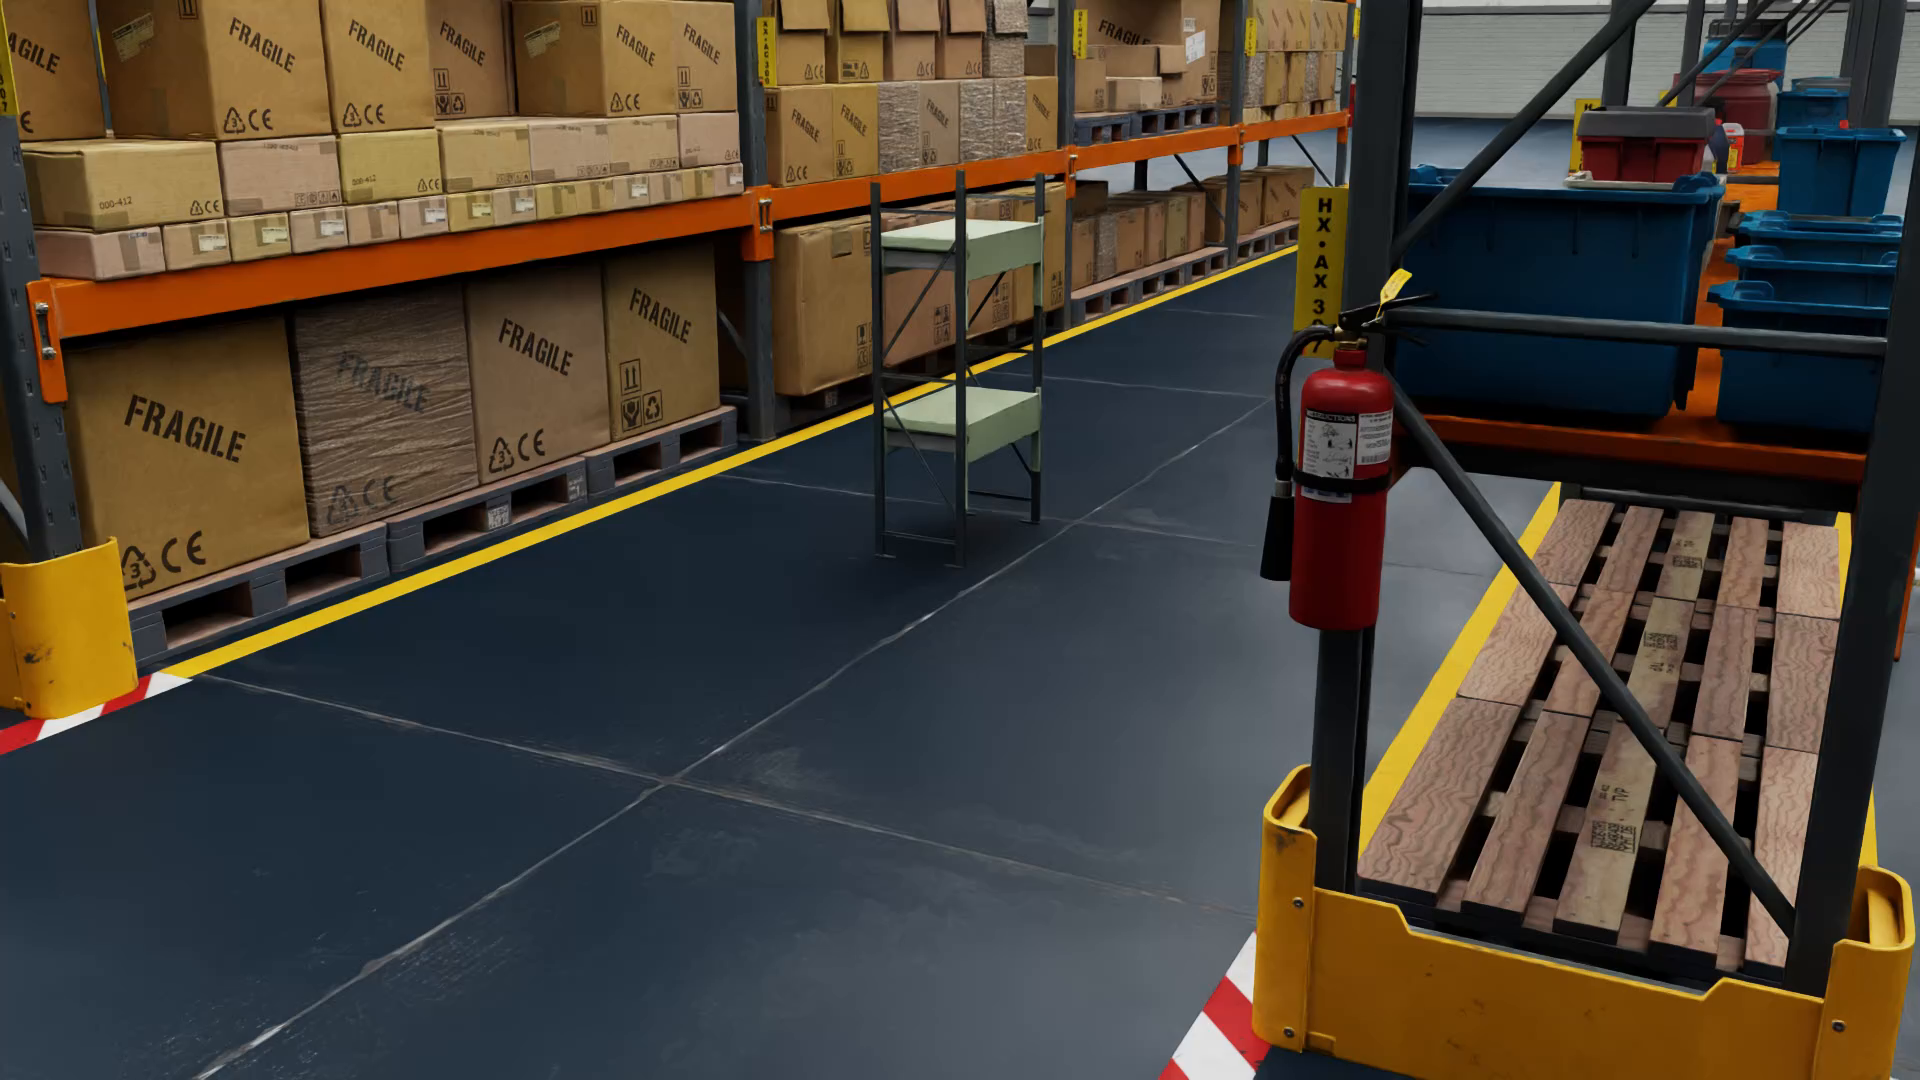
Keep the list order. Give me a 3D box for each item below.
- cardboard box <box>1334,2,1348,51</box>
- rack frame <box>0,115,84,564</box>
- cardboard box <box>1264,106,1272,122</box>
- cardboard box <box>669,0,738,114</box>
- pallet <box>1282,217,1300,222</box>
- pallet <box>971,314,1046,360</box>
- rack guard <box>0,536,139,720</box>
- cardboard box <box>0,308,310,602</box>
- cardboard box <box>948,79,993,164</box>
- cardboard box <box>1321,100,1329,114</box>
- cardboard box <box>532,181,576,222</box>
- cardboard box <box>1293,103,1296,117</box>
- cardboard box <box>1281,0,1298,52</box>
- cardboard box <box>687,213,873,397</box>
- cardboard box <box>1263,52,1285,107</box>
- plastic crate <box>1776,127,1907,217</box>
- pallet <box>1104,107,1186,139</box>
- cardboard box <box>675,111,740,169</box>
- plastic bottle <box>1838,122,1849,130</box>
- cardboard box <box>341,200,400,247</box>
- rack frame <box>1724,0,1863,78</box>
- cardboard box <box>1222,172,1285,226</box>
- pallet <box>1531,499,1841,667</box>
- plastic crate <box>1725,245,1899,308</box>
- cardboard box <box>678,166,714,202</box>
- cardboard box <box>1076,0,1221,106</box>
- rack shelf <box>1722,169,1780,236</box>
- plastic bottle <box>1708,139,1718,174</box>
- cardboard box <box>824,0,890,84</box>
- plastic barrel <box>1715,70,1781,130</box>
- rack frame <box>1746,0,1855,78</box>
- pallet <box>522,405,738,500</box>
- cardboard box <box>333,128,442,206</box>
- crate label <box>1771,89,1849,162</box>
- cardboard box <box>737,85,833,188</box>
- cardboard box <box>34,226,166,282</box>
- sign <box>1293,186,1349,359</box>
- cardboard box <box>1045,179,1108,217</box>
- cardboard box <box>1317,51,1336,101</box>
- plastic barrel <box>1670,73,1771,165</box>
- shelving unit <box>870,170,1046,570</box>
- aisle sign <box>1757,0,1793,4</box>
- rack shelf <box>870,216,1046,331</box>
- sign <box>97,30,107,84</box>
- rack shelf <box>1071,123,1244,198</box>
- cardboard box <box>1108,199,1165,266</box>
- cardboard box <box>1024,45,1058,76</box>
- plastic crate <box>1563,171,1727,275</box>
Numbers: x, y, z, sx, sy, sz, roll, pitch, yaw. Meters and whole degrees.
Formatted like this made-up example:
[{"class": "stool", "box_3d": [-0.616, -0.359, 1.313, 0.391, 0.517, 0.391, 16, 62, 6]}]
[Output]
[{"class": "cardboard box", "box_3d": [3.889, -5.572, 18.063, 0.500, 0.500, 0.500, 8, 18, 25]}, {"class": "rack frame", "box_3d": [-3.235, -0.998, 5.118, 1.000, 3.000, 0.127, 8, 18, 25]}, {"class": "cardboard box", "box_3d": [2.805, -4.145, 16.154, 0.380, 0.149, 0.250, 8, 18, 25]}, {"class": "cardboard box", "box_3d": [-1.414, -2.296, 7.911, 0.500, 0.500, 0.500, 9, 19, 27]}, {"class": "pallet", "box_3d": [3.485, -3.515, 18.489, 1.003, 0.211, 1.213, 8, 18, 25]}, {"class": "pallet", "box_3d": [-0.080, -1.508, 11.732, 1.003, 0.211, 1.213, 8, 18, 25]}, {"class": "rack guard", "box_3d": [-3.246, 0.206, 5.453, 1.175, 0.500, 0.348, 8, 18, 25]}, {"class": "cardboard box", "box_3d": [-3.021, -0.354, 5.944, 0.875, 0.875, 0.875, 8, 18, 25]}, {"class": "cardboard box", "box_3d": [-0.117, -2.668, 10.563, 0.500, 0.500, 0.500, 7, 18, 24]}, {"class": "cardboard box", "box_3d": [3.793, -4.721, 18.091, 0.380, 0.149, 0.250, 8, 18, 25]}, {"class": "cardboard box", "box_3d": [-1.865, -1.450, 7.080, 0.380, 0.149, 0.250, 8, 18, 24]}, {"class": "cardboard box", "box_3d": [3.221, -4.404, 17.026, 0.380, 0.149, 0.250, 8, 18, 25]}, {"class": "cardboard box", "box_3d": [3.001, -5.062, 16.345, 0.500, 0.500, 0.500, 8, 18, 25]}, {"class": "cardboard box", "box_3d": [-1.180, -1.366, 9.348, 1.225, 0.875, 0.875, 8, 18, 26]}, {"class": "cardboard box", "box_3d": [2.638, -4.475, 16.125, 0.875, 0.500, 0.500, 8, 18, 25]}, {"class": "plastic crate", "box_3d": [3.079, -1.246, 5.874, 0.392, 0.384, 0.575, 8, 18, 25]}, {"class": "pallet", "box_3d": [1.187, -3.454, 13.721, 1.003, 0.211, 1.213, 8, 18, 25]}, {"class": "cardboard box", "box_3d": [-1.411, -1.942, 8.036, 0.500, 0.250, 0.500, 8, 18, 24]}, {"class": "plastic bottle", "box_3d": [4.210, -1.818, 7.962, 0.144, 0.351, 0.185, 8, 18, 25]}, {"class": "cardboard box", "box_3d": [-2.324, -1.188, 6.199, 0.380, 0.149, 0.250, 8, 18, 24]}, {"class": "rack frame", "box_3d": [6.558, -3.425, 13.287, 1.000, 3.000, 0.127, 8, 18, 25]}, {"class": "cardboard box", "box_3d": [3.087, -3.606, 17.551, 0.500, 0.500, 0.500, 10, 19, 30]}, {"class": "pallet", "box_3d": [2.689, 0.142, 6.176, 1.003, 0.211, 1.213, 8, 18, 25]}, {"class": "plastic crate", "box_3d": [1.895, -0.506, 3.647, 0.416, 0.233, 0.300, 8, 18, 25]}, {"class": "cardboard box", "box_3d": [-1.406, -1.712, 7.961, 0.380, 0.149, 0.250, 8, 19, 26]}, {"class": "cardboard box", "box_3d": [1.646, -4.359, 14.642, 1.000, 1.000, 1.000, 8, 18, 26]}, {"class": "rack shelf", "box_3d": [3.877, -1.552, 8.244, 1.077, 0.370, 4.000, 8, 18, 25]}, {"class": "plastic bottle", "box_3d": [3.312, -1.668, 7.459, 0.144, 0.351, 0.185, 8, 18, 25]}, {"class": "cardboard box", "box_3d": [-0.853, -2.883, 9.526, 0.797, 0.503, 0.637, 8, 18, 26]}, {"class": "plastic barrel", "box_3d": [5.606, -3.087, 11.912, 0.433, 0.535, 0.433, 0, 17, 0]}, {"class": "rack frame", "box_3d": [8.345, -4.444, 16.717, 1.000, 3.000, 0.127, 8, 18, 25]}, {"class": "pallet", "box_3d": [-1.858, -0.497, 8.326, 1.003, 0.211, 1.213, 8, 18, 25]}, {"class": "cardboard box", "box_3d": [-2.325, -1.418, 6.271, 0.500, 0.250, 0.500, 7, 18, 24]}, {"class": "crate label", "box_3d": [5.456, -2.642, 10.588, 0.502, 0.435, 0.616, 8, 18, 25]}, {"class": "cardboard box", "box_3d": [-1.019, -2.151, 8.821, 0.500, 0.500, 0.500, 8, 18, 26]}, {"class": "cardboard box", "box_3d": [-2.782, -0.926, 5.317, 0.380, 0.149, 0.250, 8, 18, 26]}, {"class": "sign", "box_3d": [0.696, -0.512, 3.195, 0.100, 0.325, 0.005, 8, 18, 25]}, {"class": "cardboard box", "box_3d": [0.840, -2.719, 13.212, 0.500, 0.250, 0.500, 11, 20, 32]}, {"class": "cardboard box", "box_3d": [3.528, -4.985, 17.842, 0.875, 0.500, 0.500, 8, 18, 25]}, {"class": "plastic barrel", "box_3d": [4.707, -2.628, 10.365, 0.600, 0.536, 0.708, 8, 18, 25]}, {"class": "shelving unit", "box_3d": [0.003, -0.721, 6.817, 0.431, 1.500, 0.755, 8, 18, 25]}, {"class": "aisle sign", "box_3d": [8.115, -5.746, 16.535, 0.394, 0.787, 0.004, 8, 18, 25]}, {"class": "rack shelf", "box_3d": [0.003, -1.095, 6.705, 0.431, 0.370, 0.720, 8, 18, 25]}, {"class": "sign", "box_3d": [-5.351, -3.022, 10.410, 0.100, 0.325, 0.005, 8, 18, 25]}, {"class": "rack shelf", "box_3d": [1.233, -3.201, 13.796, 1.077, 0.370, 4.000, 8, 18, 25]}, {"class": "cardboard box", "box_3d": [1.353, -2.652, 14.304, 0.700, 0.500, 0.500, 6, 18, 21]}, {"class": "cardboard box", "box_3d": [0.545, -3.428, 12.385, 0.500, 0.500, 0.500, 6, 17, 19]}, {"class": "plastic crate", "box_3d": [2.136, -0.994, 5.204, 0.437, 0.282, 0.530, 8, 18, 25]}]
